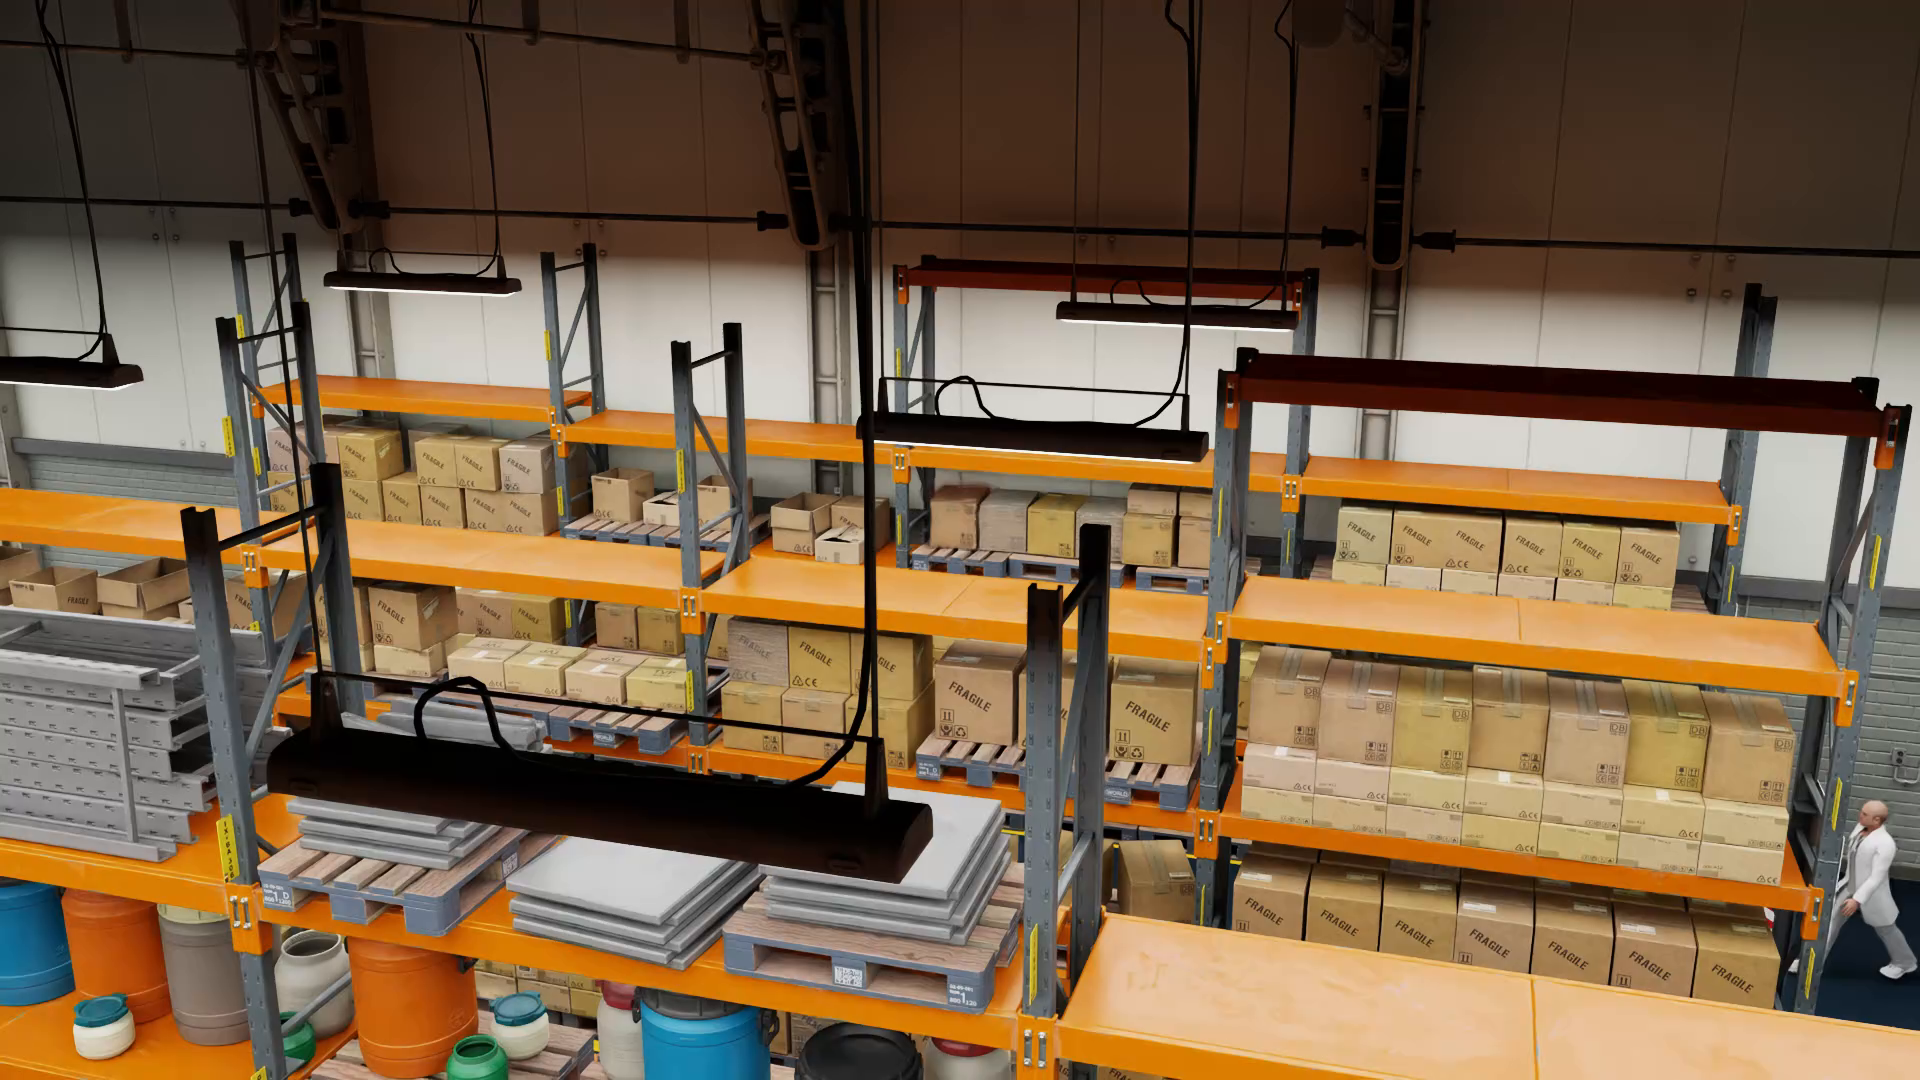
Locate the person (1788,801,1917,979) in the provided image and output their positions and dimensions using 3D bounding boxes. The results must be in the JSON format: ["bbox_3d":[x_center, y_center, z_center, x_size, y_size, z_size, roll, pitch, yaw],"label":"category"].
[{"bbox_3d":[8.023,3.109,14.779,1.204,1.712,0.579,-2,16,-8],"label":"person"}]
